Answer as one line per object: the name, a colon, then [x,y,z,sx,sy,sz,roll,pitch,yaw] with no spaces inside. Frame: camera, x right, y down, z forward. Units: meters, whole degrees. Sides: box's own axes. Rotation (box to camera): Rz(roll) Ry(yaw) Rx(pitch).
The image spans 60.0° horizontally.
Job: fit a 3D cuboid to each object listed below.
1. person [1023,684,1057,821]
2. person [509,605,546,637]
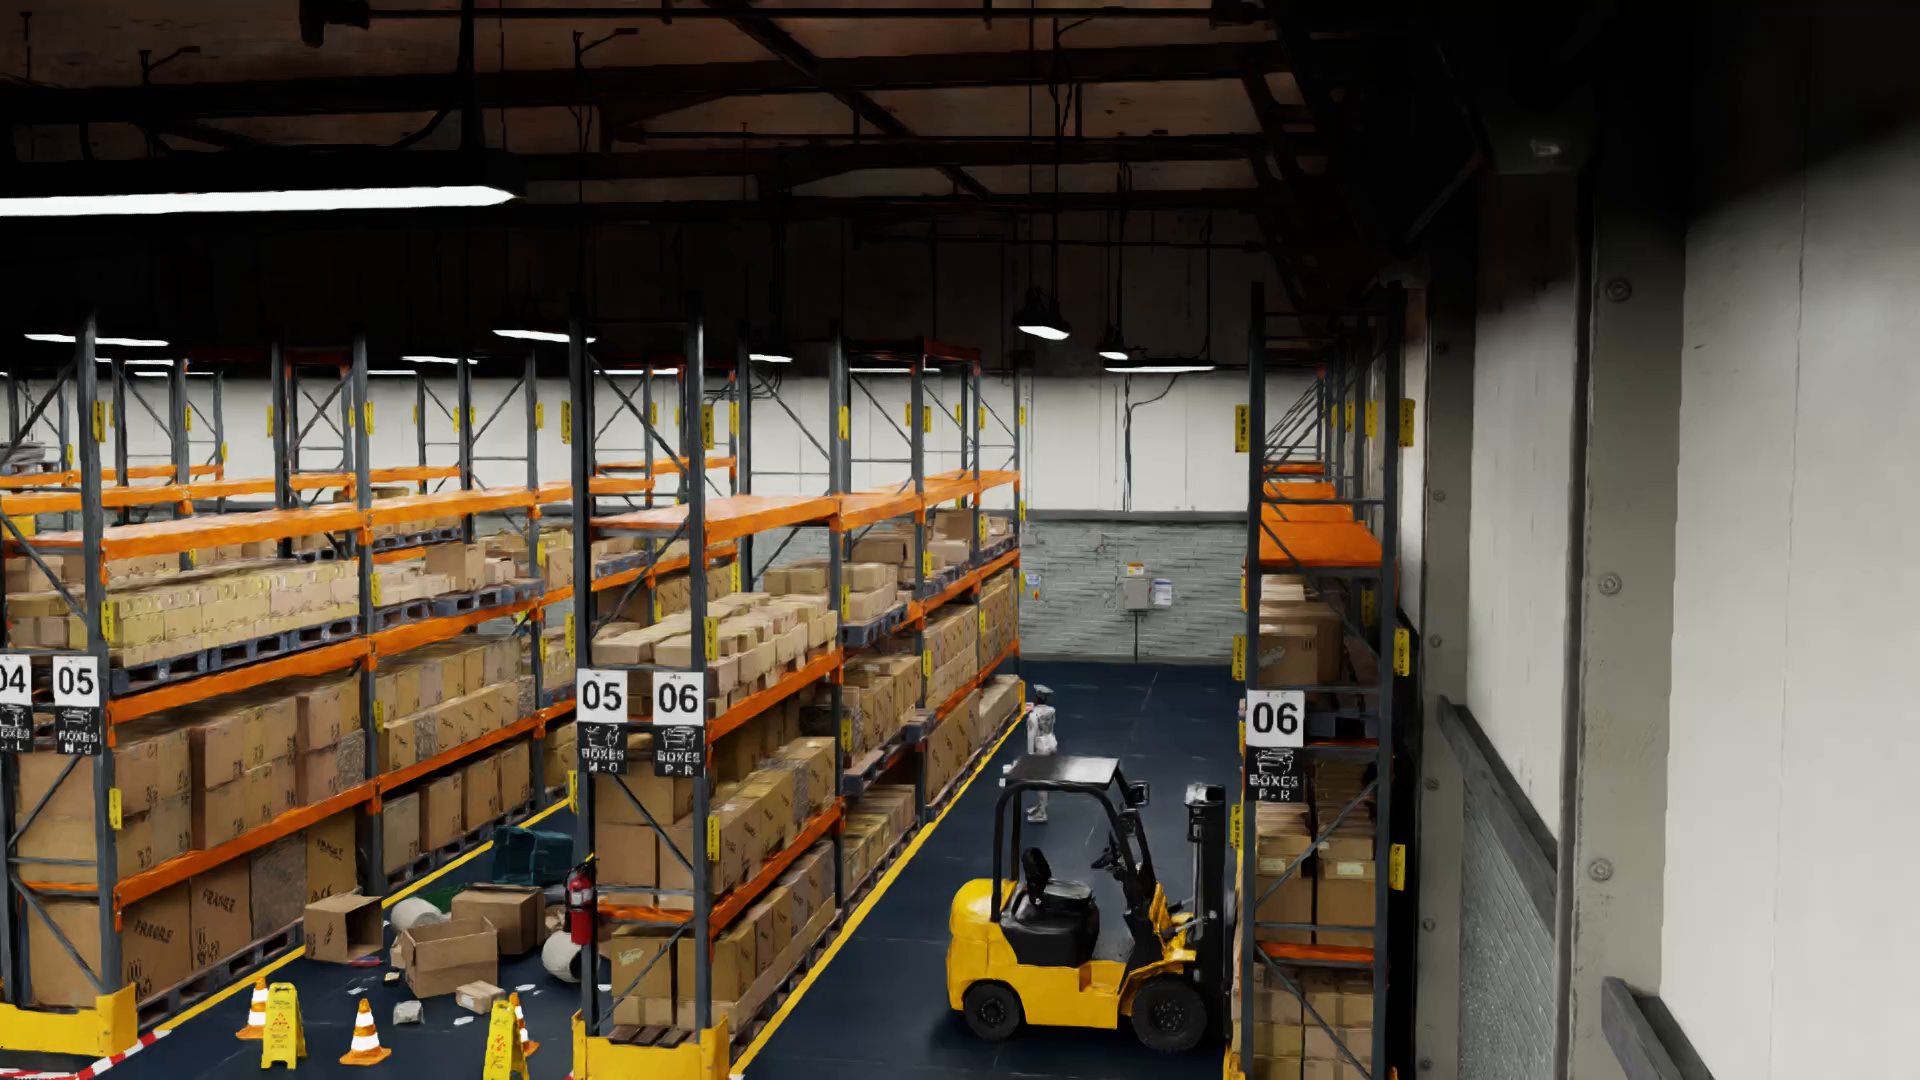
person: [0.972,2.647,20.789,0.459,1.677,0.524,4,6,40]
person: [-8.592,1.652,33.008,0.699,1.701,0.797,-1,5,-9]
